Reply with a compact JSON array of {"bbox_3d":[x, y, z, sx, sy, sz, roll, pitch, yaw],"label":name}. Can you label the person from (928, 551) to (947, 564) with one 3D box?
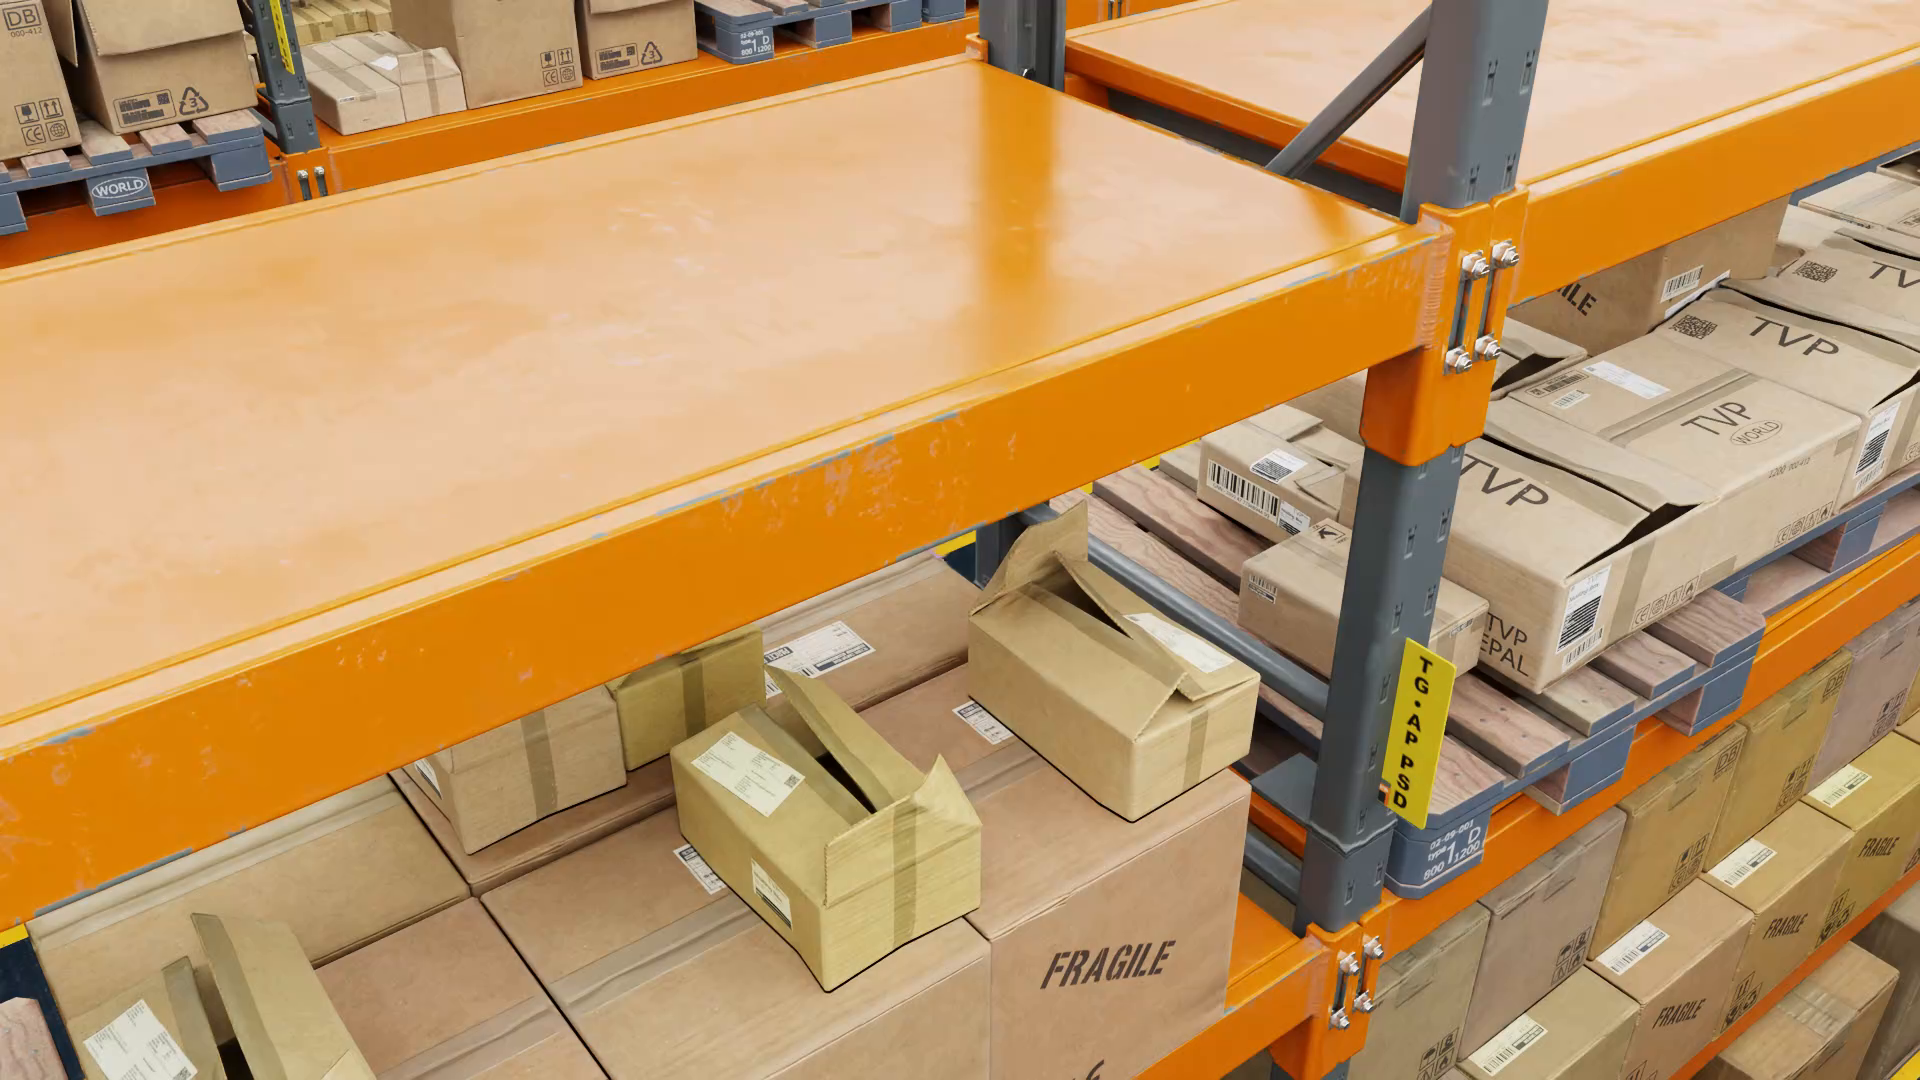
[{"bbox_3d":[-0.206,0.546,6.777,0.449,1.577,0.537,8,33,12],"label":"person"}]
